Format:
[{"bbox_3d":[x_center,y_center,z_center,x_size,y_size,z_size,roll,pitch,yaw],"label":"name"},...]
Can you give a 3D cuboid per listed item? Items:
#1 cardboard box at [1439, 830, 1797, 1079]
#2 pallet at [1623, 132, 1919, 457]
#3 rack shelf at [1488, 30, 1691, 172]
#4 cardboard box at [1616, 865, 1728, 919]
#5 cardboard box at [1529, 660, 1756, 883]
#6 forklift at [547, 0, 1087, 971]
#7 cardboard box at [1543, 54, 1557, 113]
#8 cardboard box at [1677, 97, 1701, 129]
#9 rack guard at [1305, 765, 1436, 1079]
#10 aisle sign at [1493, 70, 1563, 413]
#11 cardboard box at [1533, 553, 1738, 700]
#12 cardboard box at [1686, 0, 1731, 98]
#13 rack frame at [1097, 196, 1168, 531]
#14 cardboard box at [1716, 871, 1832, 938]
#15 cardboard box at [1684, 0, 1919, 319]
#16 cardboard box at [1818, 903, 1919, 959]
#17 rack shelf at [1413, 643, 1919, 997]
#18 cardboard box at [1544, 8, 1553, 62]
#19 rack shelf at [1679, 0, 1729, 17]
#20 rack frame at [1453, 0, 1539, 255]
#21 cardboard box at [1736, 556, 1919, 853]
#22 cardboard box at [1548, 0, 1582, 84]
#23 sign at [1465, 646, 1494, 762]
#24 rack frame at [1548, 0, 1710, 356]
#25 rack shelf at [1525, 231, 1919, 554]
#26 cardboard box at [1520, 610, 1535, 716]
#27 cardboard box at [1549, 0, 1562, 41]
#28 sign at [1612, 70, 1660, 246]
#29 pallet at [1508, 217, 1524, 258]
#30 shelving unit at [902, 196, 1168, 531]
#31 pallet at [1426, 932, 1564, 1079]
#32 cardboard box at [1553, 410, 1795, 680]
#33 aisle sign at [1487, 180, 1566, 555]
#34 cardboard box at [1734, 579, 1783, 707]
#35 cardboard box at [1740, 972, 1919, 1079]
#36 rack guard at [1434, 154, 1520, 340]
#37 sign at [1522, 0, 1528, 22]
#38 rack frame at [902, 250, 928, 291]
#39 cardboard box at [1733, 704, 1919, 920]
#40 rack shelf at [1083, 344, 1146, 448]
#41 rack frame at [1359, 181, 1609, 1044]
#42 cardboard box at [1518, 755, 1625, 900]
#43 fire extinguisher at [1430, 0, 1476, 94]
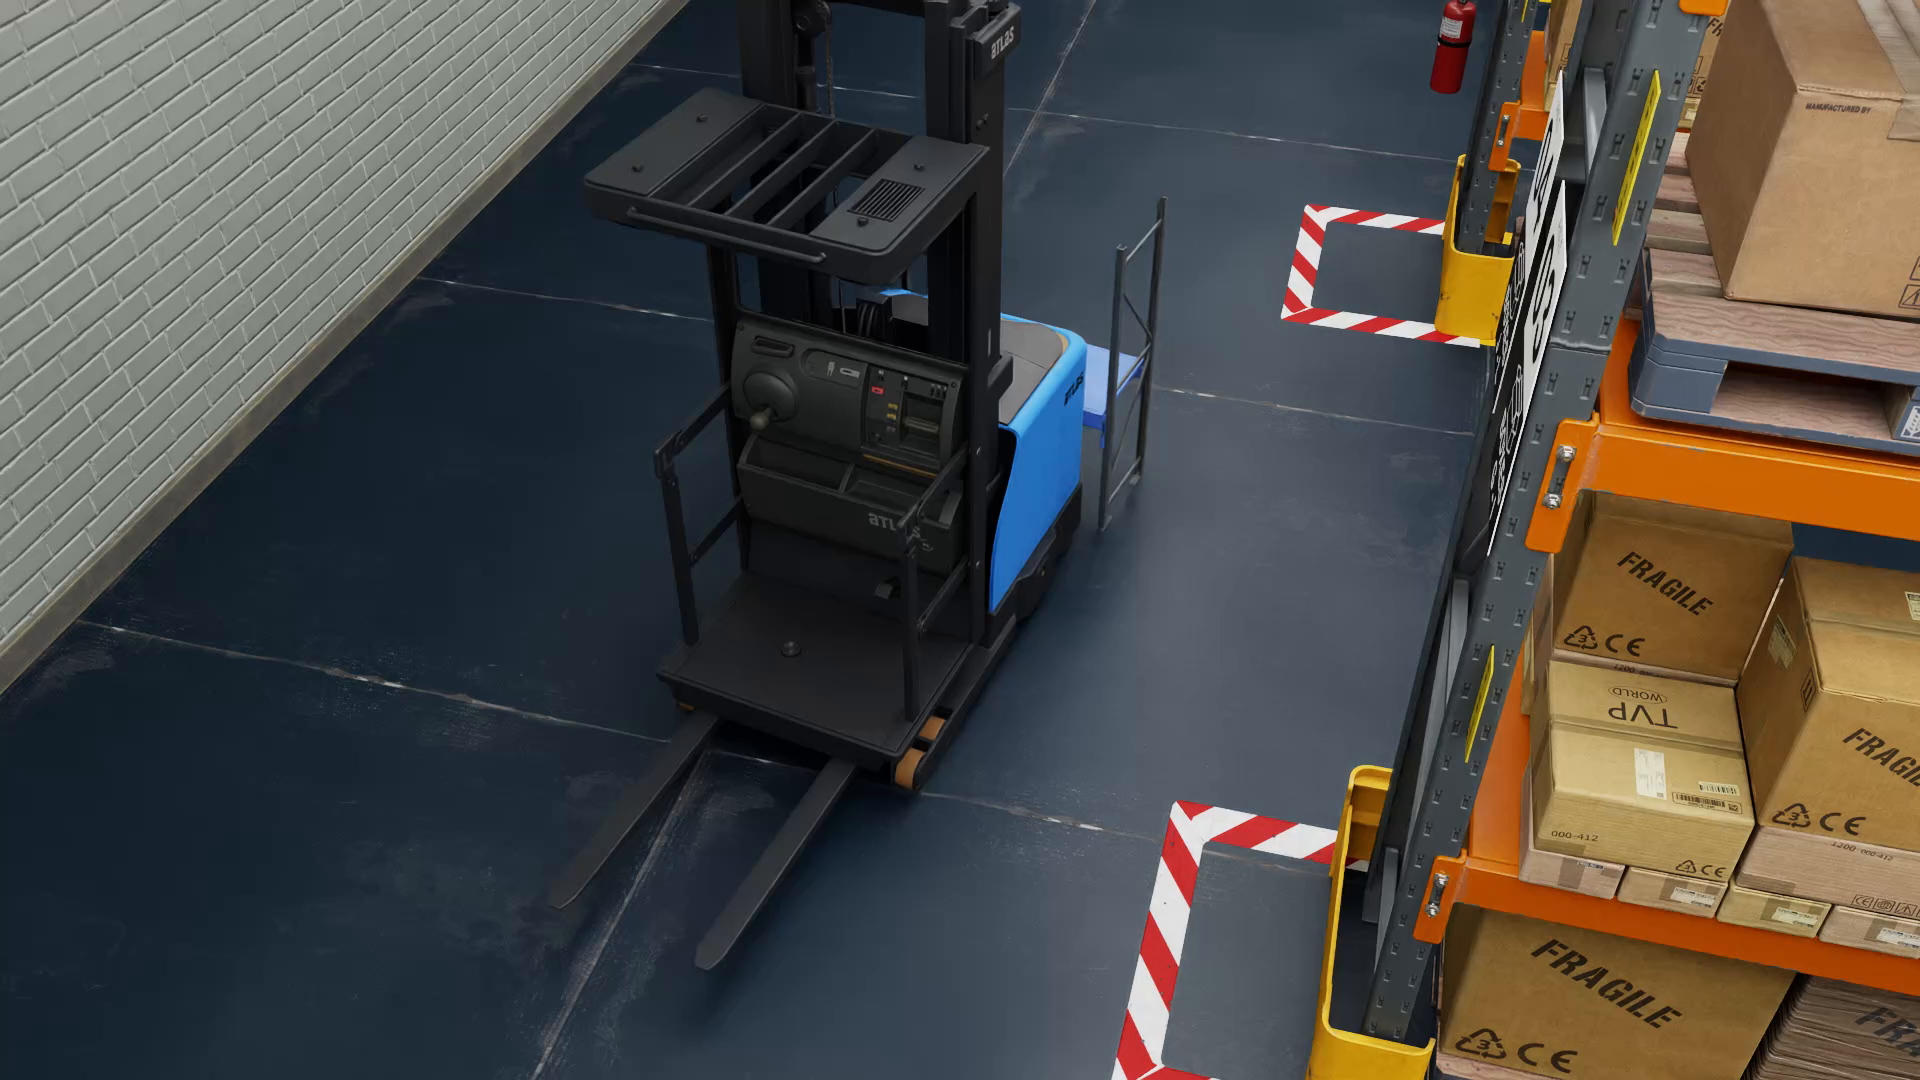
[{"bbox_3d":[2.096,1.143,5.382,0.875,0.875,0.875,10,41,11],"label":"cardboard box"},{"bbox_3d":[2.176,-0.564,3.826,1.213,0.211,1.003,10,41,11],"label":"pallet"},{"bbox_3d":[4.769,-2.023,8.386,4.000,0.370,1.077,10,41,11],"label":"rack shelf"},{"bbox_3d":[1.963,0.836,4.618,0.250,0.149,0.380,9,41,11],"label":"cardboard box"},{"bbox_3d":[1.851,0.625,4.559,0.500,0.250,0.500,9,41,10],"label":"cardboard box"},{"bbox_3d":[-0.520,-0.458,6.017,1.130,2.935,3.031,17,43,19],"label":"forklift"},{"bbox_3d":[3.065,-2.277,8.325,0.250,0.149,0.380,9,41,11],"label":"cardboard box"},{"bbox_3d":[3.568,-2.183,8.212,0.250,0.149,0.380,9,41,10],"label":"cardboard box"},{"bbox_3d":[1.434,1.387,5.710,0.348,0.500,1.175,10,41,11],"label":"rack guard"},{"bbox_3d":[1.465,-0.760,4.301,0.004,0.787,0.394,10,41,11],"label":"aisle sign"},{"bbox_3d":[1.994,0.293,4.954,0.500,0.250,0.500,9,41,11],"label":"cardboard box"},{"bbox_3d":[3.723,-2.464,8.042,0.500,0.500,0.500,10,41,12],"label":"cardboard box"},{"bbox_3d":[0.772,-0.765,7.494,0.032,1.500,0.500,18,43,20],"label":"rack frame"},{"bbox_3d":[2.210,0.878,4.568,0.250,0.149,0.380,9,41,10],"label":"cardboard box"},{"bbox_3d":[1.973,-0.899,3.674,0.500,0.500,0.700,7,41,9],"label":"cardboard box"},{"bbox_3d":[2.463,0.921,4.517,0.250,0.149,0.380,9,41,11],"label":"cardboard box"},{"bbox_3d":[3.389,1.042,4.737,4.000,0.370,1.077,10,41,11],"label":"rack shelf"},{"bbox_3d":[3.225,-2.656,8.776,0.250,0.149,0.380,10,41,11],"label":"cardboard box"},{"bbox_3d":[3.389,-1.103,2.936,4.000,0.370,1.077,10,41,11],"label":"rack shelf"},{"bbox_3d":[2.837,-2.631,8.550,0.127,3.000,1.000,10,41,11],"label":"rack frame"},{"bbox_3d":[2.334,0.421,4.219,0.500,0.500,0.500,9,41,10],"label":"cardboard box"},{"bbox_3d":[3.199,-2.537,8.129,0.500,0.500,0.500,12,41,13],"label":"cardboard box"},{"bbox_3d":[1.308,0.416,4.188,0.005,0.325,0.100,10,41,11],"label":"sign"},{"bbox_3d":[1.457,-1.864,2.972,0.127,3.000,1.000,10,41,11],"label":"rack frame"},{"bbox_3d":[3.389,-0.107,3.772,4.000,0.370,1.077,10,41,11],"label":"rack shelf"},{"bbox_3d":[1.886,0.384,5.155,0.250,0.149,0.380,11,41,12],"label":"cardboard box"},{"bbox_3d":[3.338,-2.868,8.524,0.500,0.500,0.500,11,41,12],"label":"cardboard box"},{"bbox_3d":[1.308,-0.736,3.221,0.005,0.325,0.100,10,41,11],"label":"sign"},{"bbox_3d":[3.686,-1.394,9.245,1.213,0.211,1.003,10,41,11],"label":"pallet"},{"bbox_3d":[0.319,-0.913,7.671,1.048,1.500,0.538,18,43,20],"label":"shelving unit"},{"bbox_3d":[2.250,1.586,5.698,1.213,0.211,1.003,10,41,11],"label":"pallet"},{"bbox_3d":[1.996,0.008,4.711,0.500,0.500,0.500,10,41,12],"label":"cardboard box"},{"bbox_3d":[1.310,-0.388,3.858,0.004,0.787,0.394,10,41,11],"label":"aisle sign"},{"bbox_3d":[2.484,0.378,4.853,0.500,0.250,0.500,9,41,11],"label":"cardboard box"},{"bbox_3d":[2.975,1.294,5.202,0.875,0.875,0.875,10,41,11],"label":"cardboard box"},{"bbox_3d":[2.910,-1.661,9.339,0.348,0.500,1.175,10,41,11],"label":"rack guard"},{"bbox_3d":[2.697,-2.625,7.871,0.005,0.325,0.100,10,41,11],"label":"sign"},{"bbox_3d":[-0.134,-1.062,7.848,0.032,1.500,0.500,18,43,20],"label":"rack frame"},{"bbox_3d":[2.355,0.707,4.461,0.500,0.250,0.500,9,41,11],"label":"cardboard box"},{"bbox_3d":[0.319,-0.776,7.787,1.000,0.185,0.538,18,43,20],"label":"rack shelf"},{"bbox_3d":[1.457,0.434,4.901,0.127,3.000,1.000,10,41,11],"label":"rack frame"},{"bbox_3d":[1.715,0.794,4.668,0.250,0.149,0.380,10,41,12],"label":"cardboard box"},{"bbox_3d":[2.713,-2.787,9.086,0.183,0.674,0.296,10,41,11],"label":"fire extinguisher"}]
